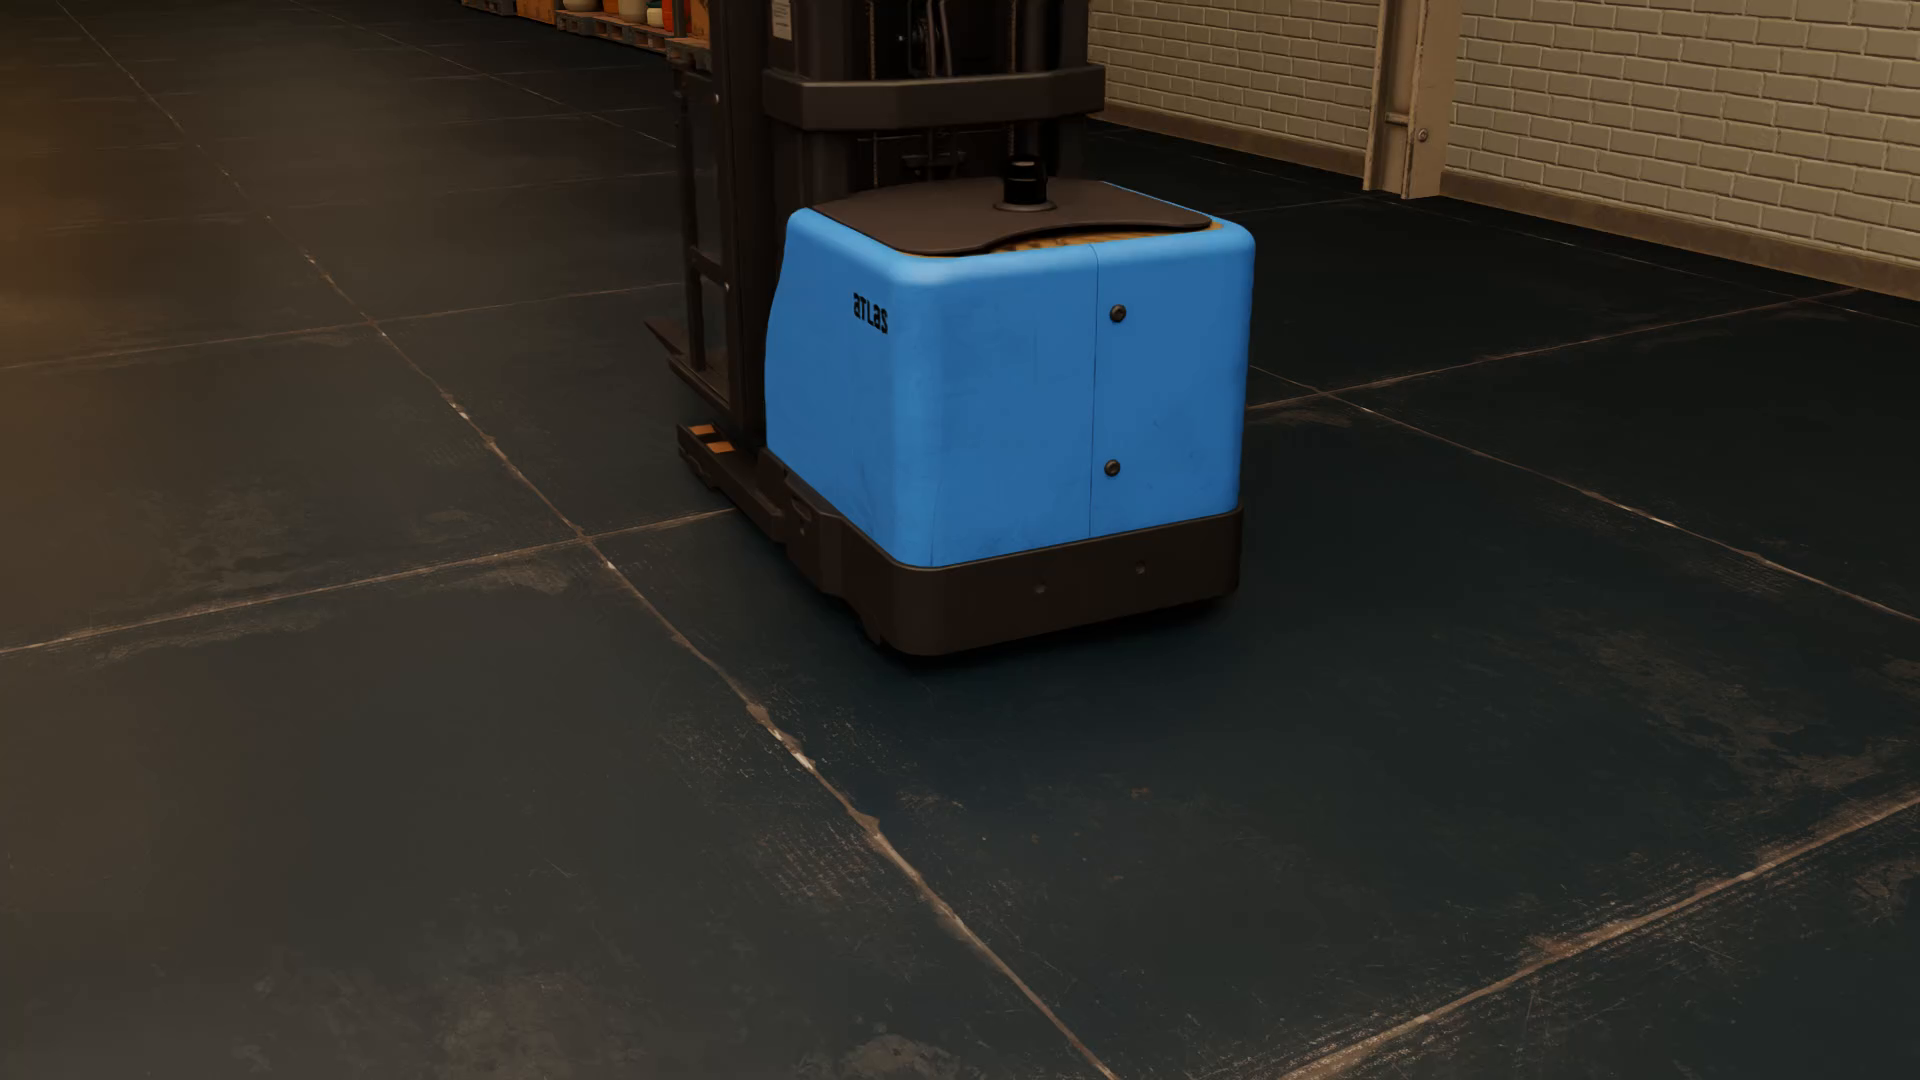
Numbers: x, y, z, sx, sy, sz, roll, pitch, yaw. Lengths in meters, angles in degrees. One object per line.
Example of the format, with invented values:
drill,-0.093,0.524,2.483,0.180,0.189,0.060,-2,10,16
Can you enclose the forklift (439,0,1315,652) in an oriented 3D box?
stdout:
forklift,-0.481,-1.497,4.922,3.031,2.935,1.130,16,27,34
